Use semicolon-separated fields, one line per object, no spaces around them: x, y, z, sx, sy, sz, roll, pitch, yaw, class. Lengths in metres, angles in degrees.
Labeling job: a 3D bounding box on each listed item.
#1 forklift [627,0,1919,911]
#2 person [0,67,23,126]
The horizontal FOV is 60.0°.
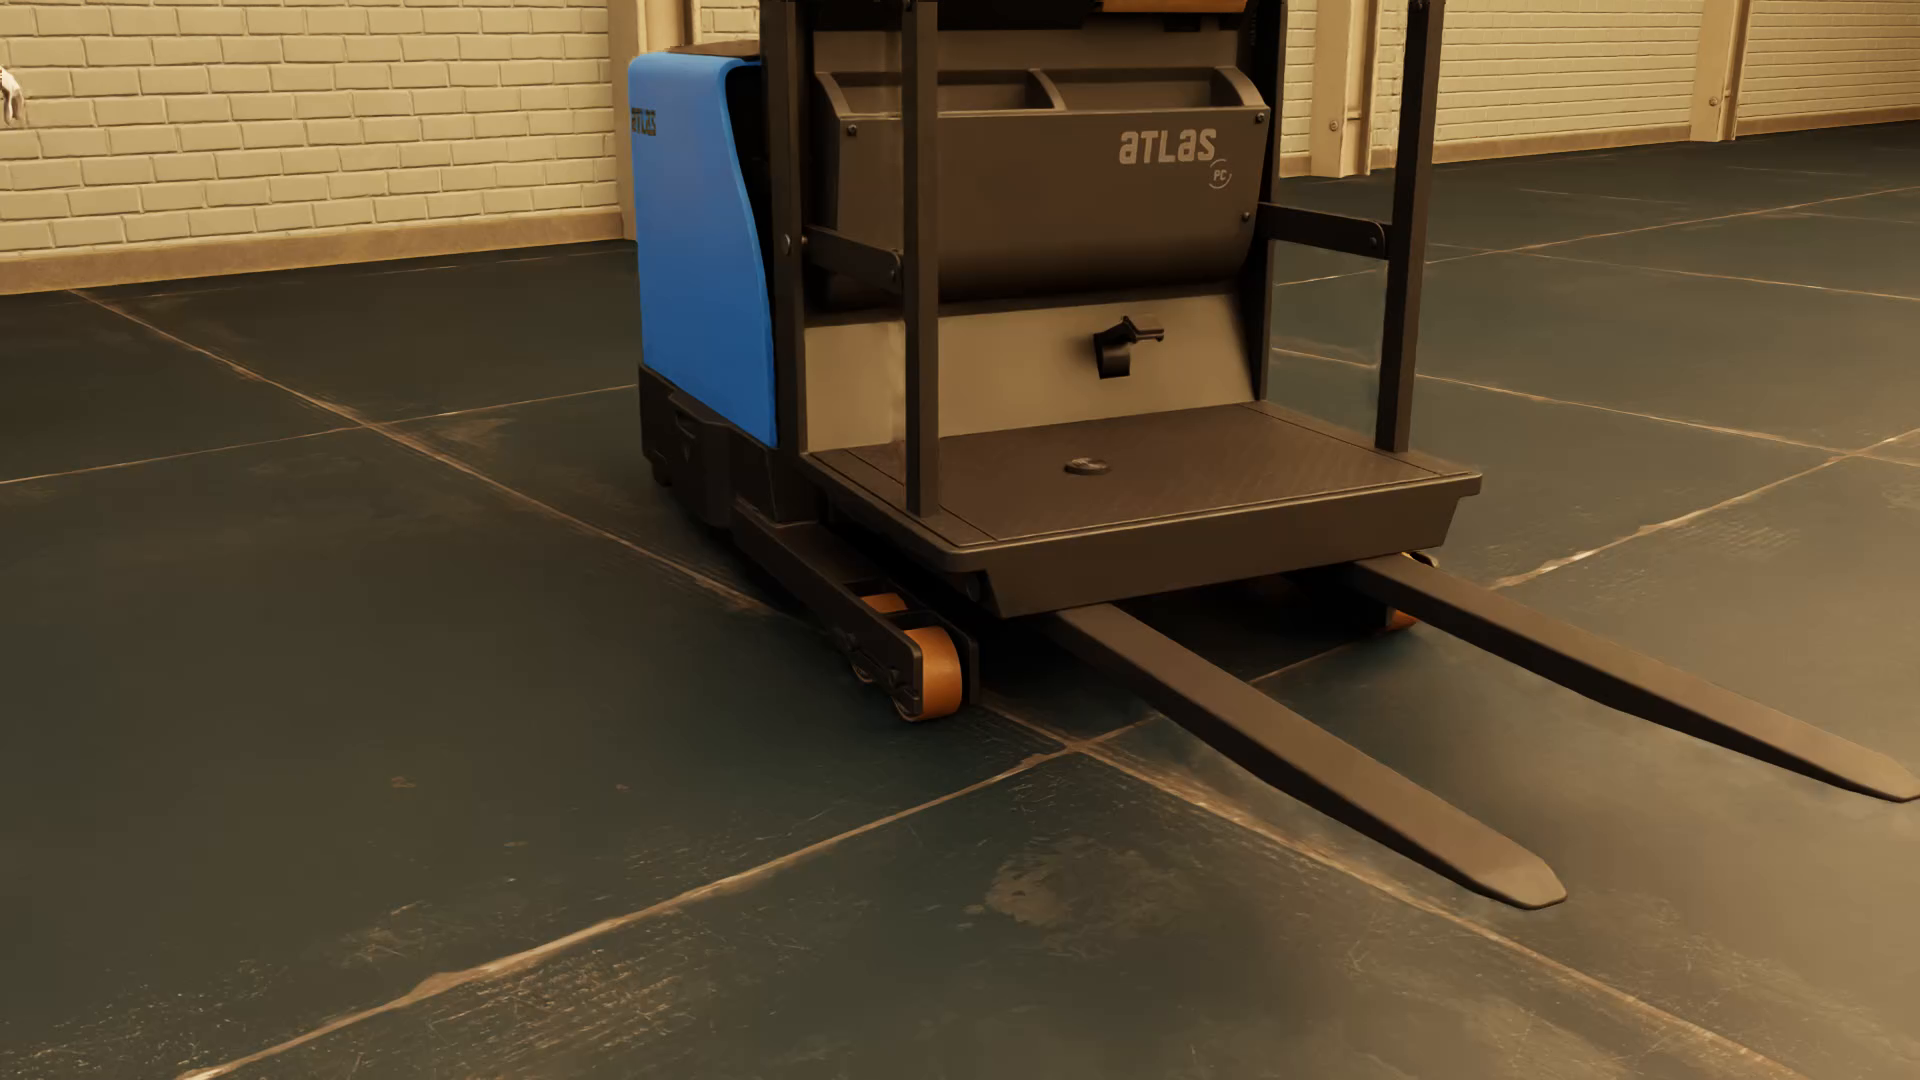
0.267;-1.235;2.887;1.130;2.935;3.031;-8;19;-24;forklift
-3.064;-1.127;4.657;0.808;1.720;0.692;-1;17;-3;person
